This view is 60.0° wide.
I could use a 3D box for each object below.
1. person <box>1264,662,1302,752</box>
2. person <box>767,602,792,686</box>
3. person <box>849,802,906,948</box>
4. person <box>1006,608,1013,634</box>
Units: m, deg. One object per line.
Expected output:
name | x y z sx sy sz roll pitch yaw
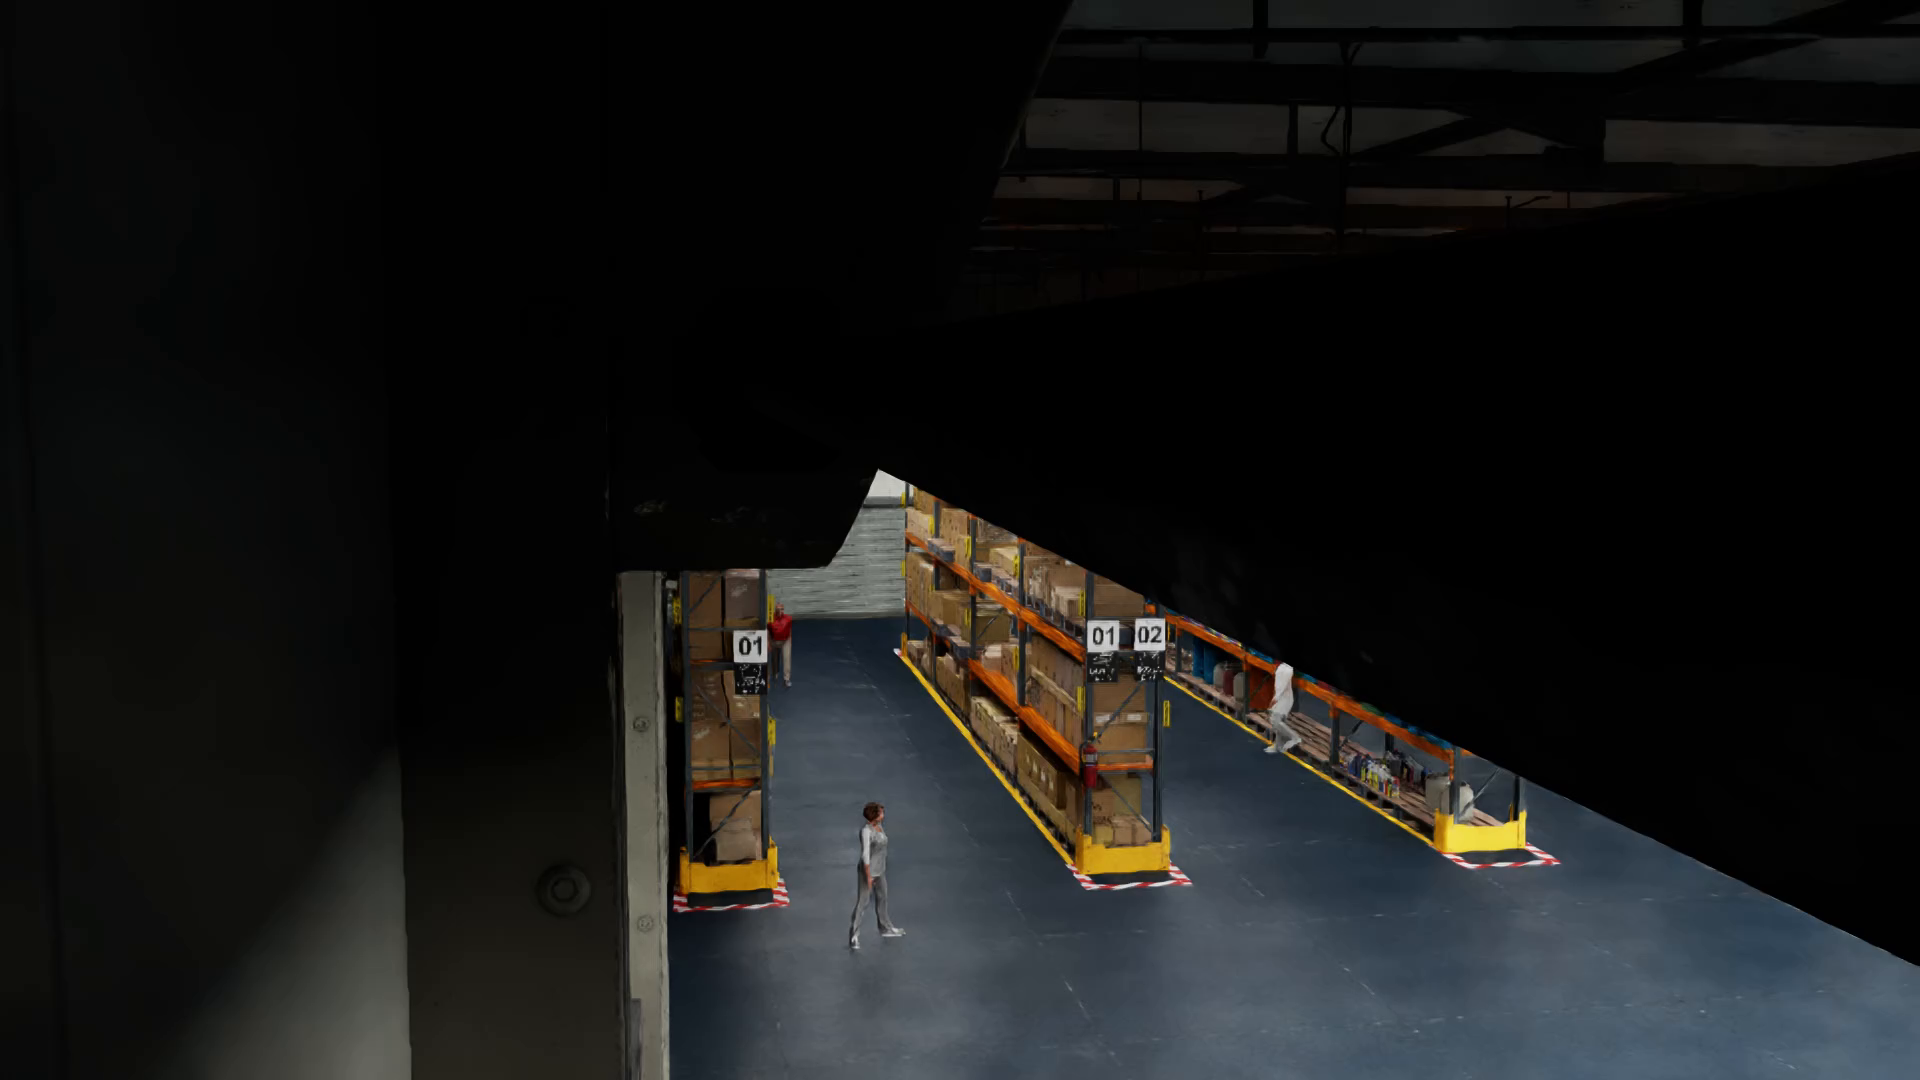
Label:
person | 5.300 2.617 27.227 0.590 1.775 0.641 1 6 7
person | -3.615 2.055 33.197 0.542 1.645 1.126 -1 6 -8
person | -0.943 3.638 18.248 0.496 1.591 0.626 2 6 23
person | 1.067 1.606 36.946 0.417 1.767 0.646 1 6 9
